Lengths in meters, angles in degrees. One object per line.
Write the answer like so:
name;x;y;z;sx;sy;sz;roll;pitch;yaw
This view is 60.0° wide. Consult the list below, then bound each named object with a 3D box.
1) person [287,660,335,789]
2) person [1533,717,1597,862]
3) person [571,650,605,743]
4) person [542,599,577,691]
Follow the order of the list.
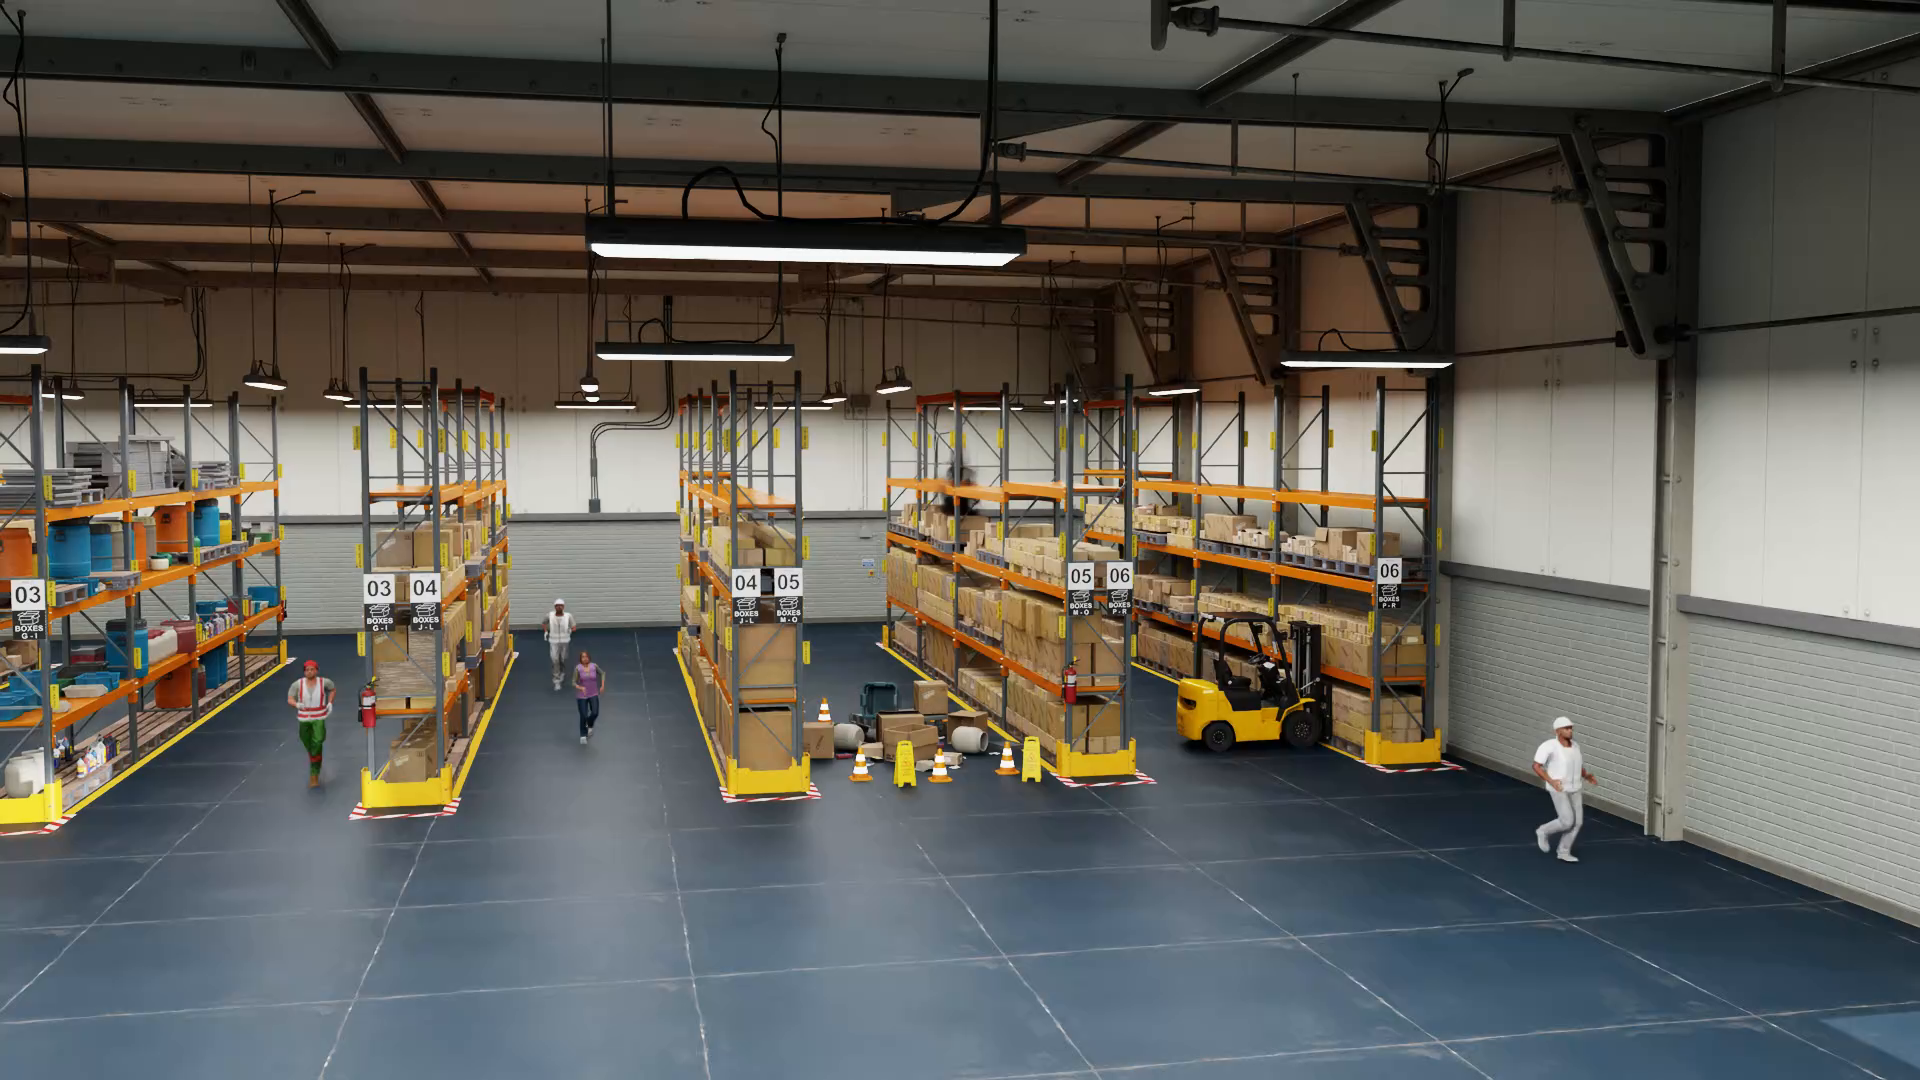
person;-9.539;2.662;24.433;0.621;1.818;1.088;-1;3;-9
person;7.194;2.963;19.812;0.698;1.716;0.606;-2;4;-24
person;-6.112;2.590;27.377;0.567;1.555;0.700;-1;4;-18
person;-8.107;2.091;33.680;0.679;1.796;0.988;-1;4;-16
